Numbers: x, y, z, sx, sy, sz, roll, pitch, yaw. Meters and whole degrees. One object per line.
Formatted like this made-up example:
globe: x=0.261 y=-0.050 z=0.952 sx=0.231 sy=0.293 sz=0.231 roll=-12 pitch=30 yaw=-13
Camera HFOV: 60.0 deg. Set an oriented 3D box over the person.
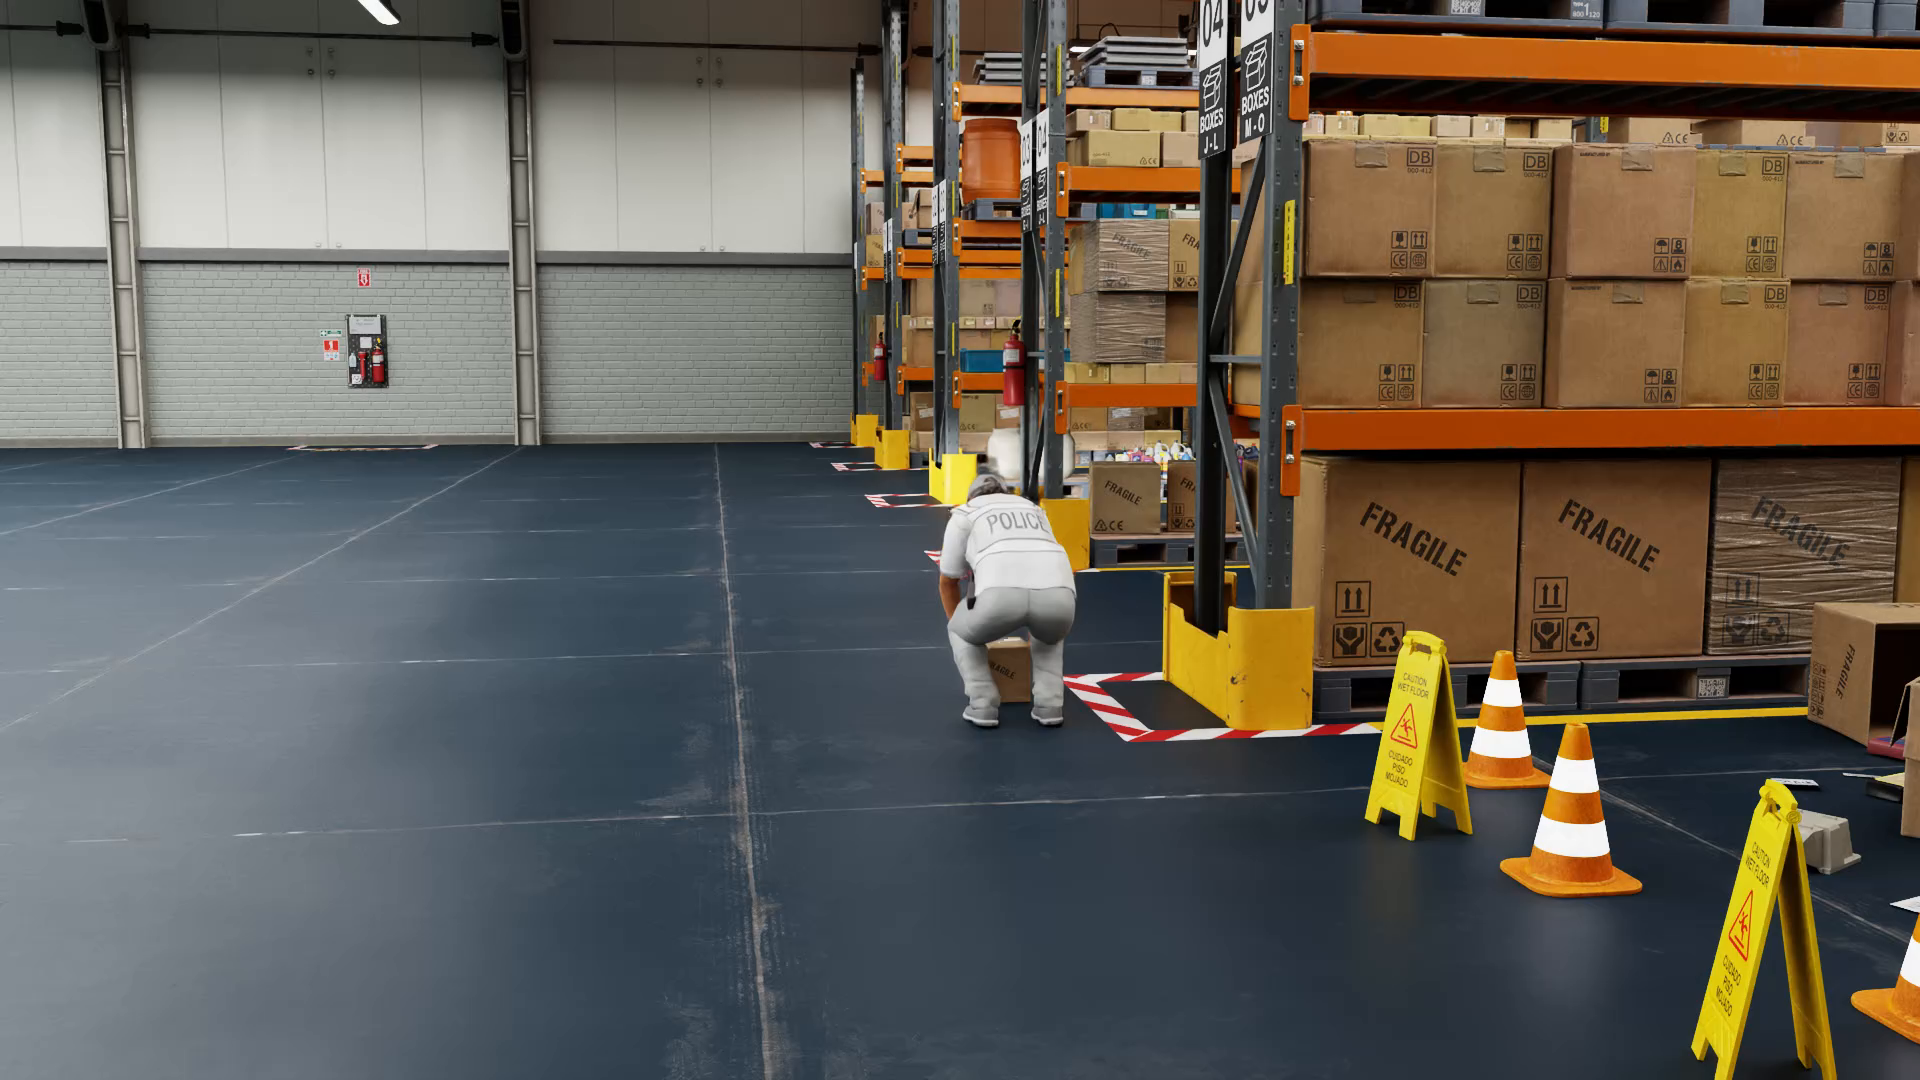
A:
person: x=0.196 y=0.251 z=7.017 sx=0.527 sy=1.016 sz=0.844 roll=-1 pitch=7 yaw=-8
